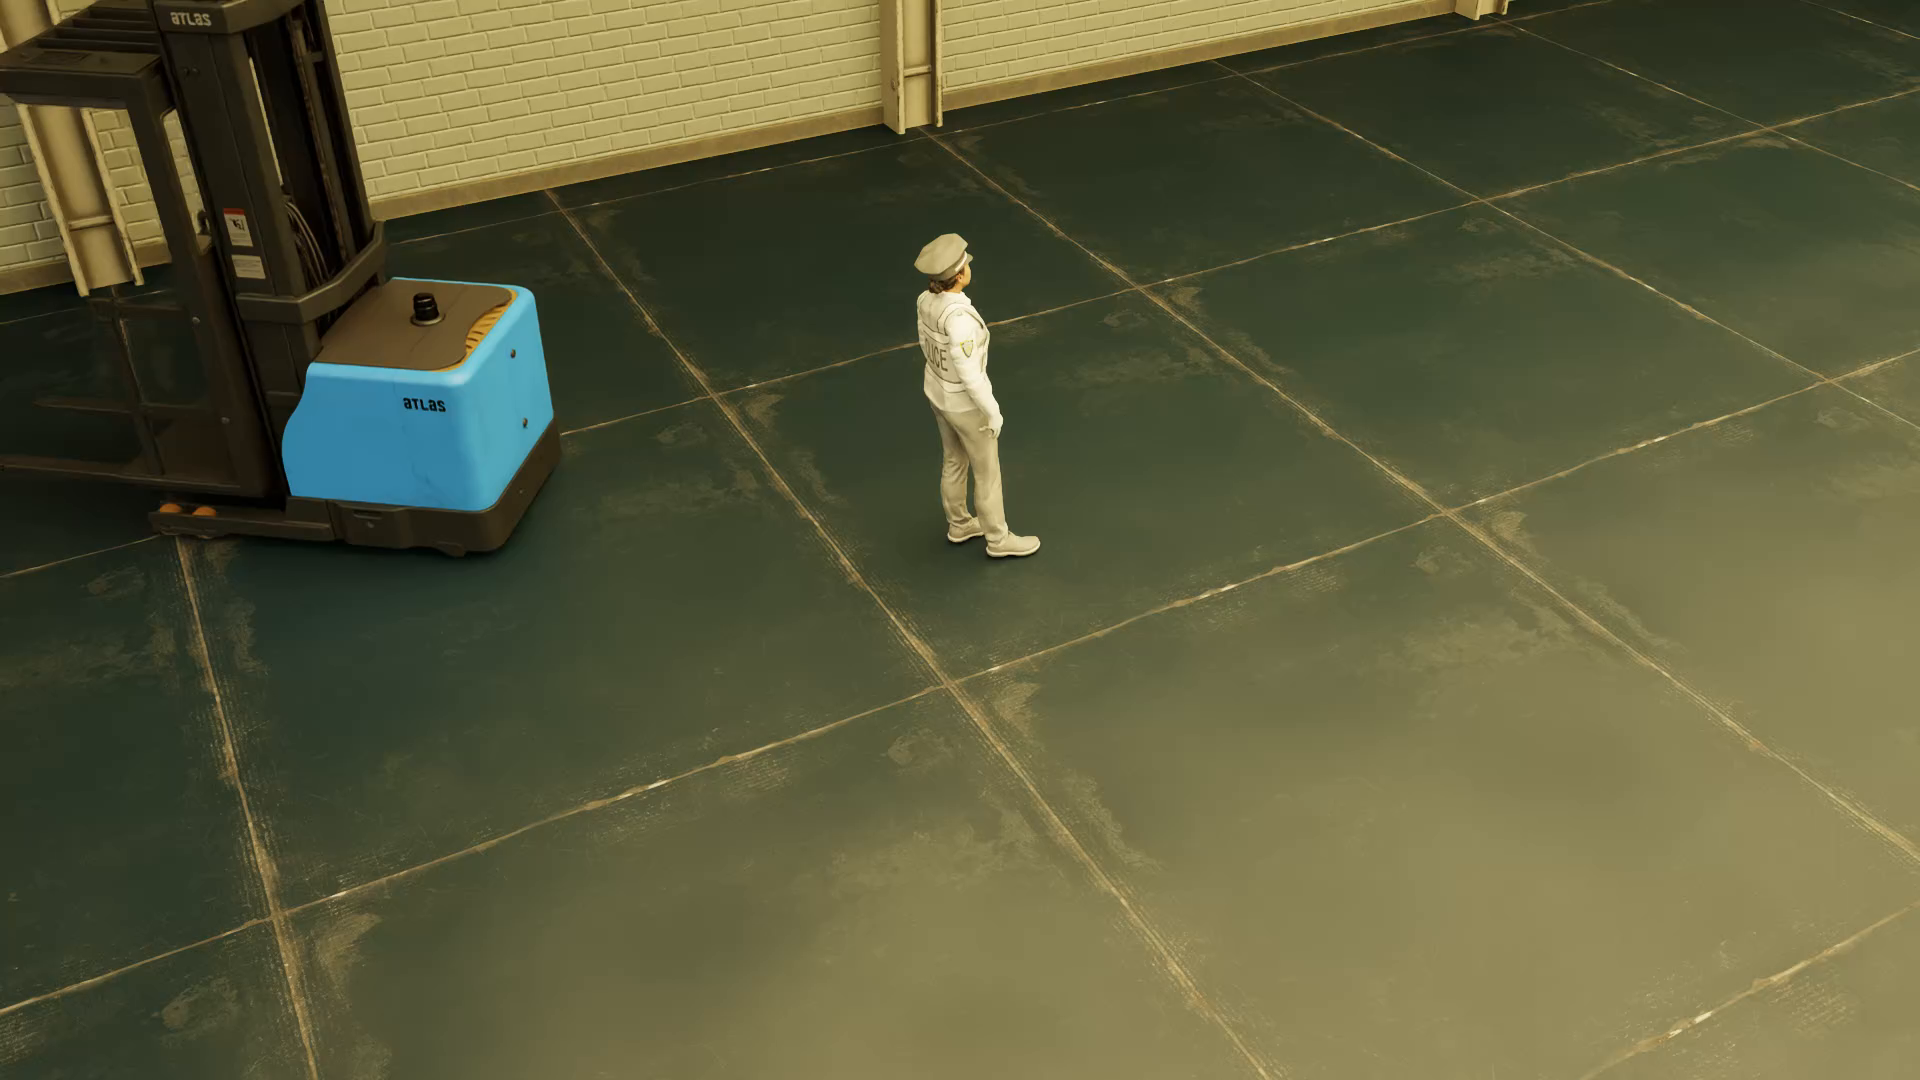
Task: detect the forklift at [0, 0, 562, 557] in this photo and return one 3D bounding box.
[{"bbox_3d":[-3.765,-1.498,8.242,3.031,2.935,1.130,5,36,7],"label":"forklift"}]

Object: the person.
[{"bbox_3d":[0.063,-0.713,8.191,0.531,1.695,0.588,-17,39,-23],"label":"person"}]
